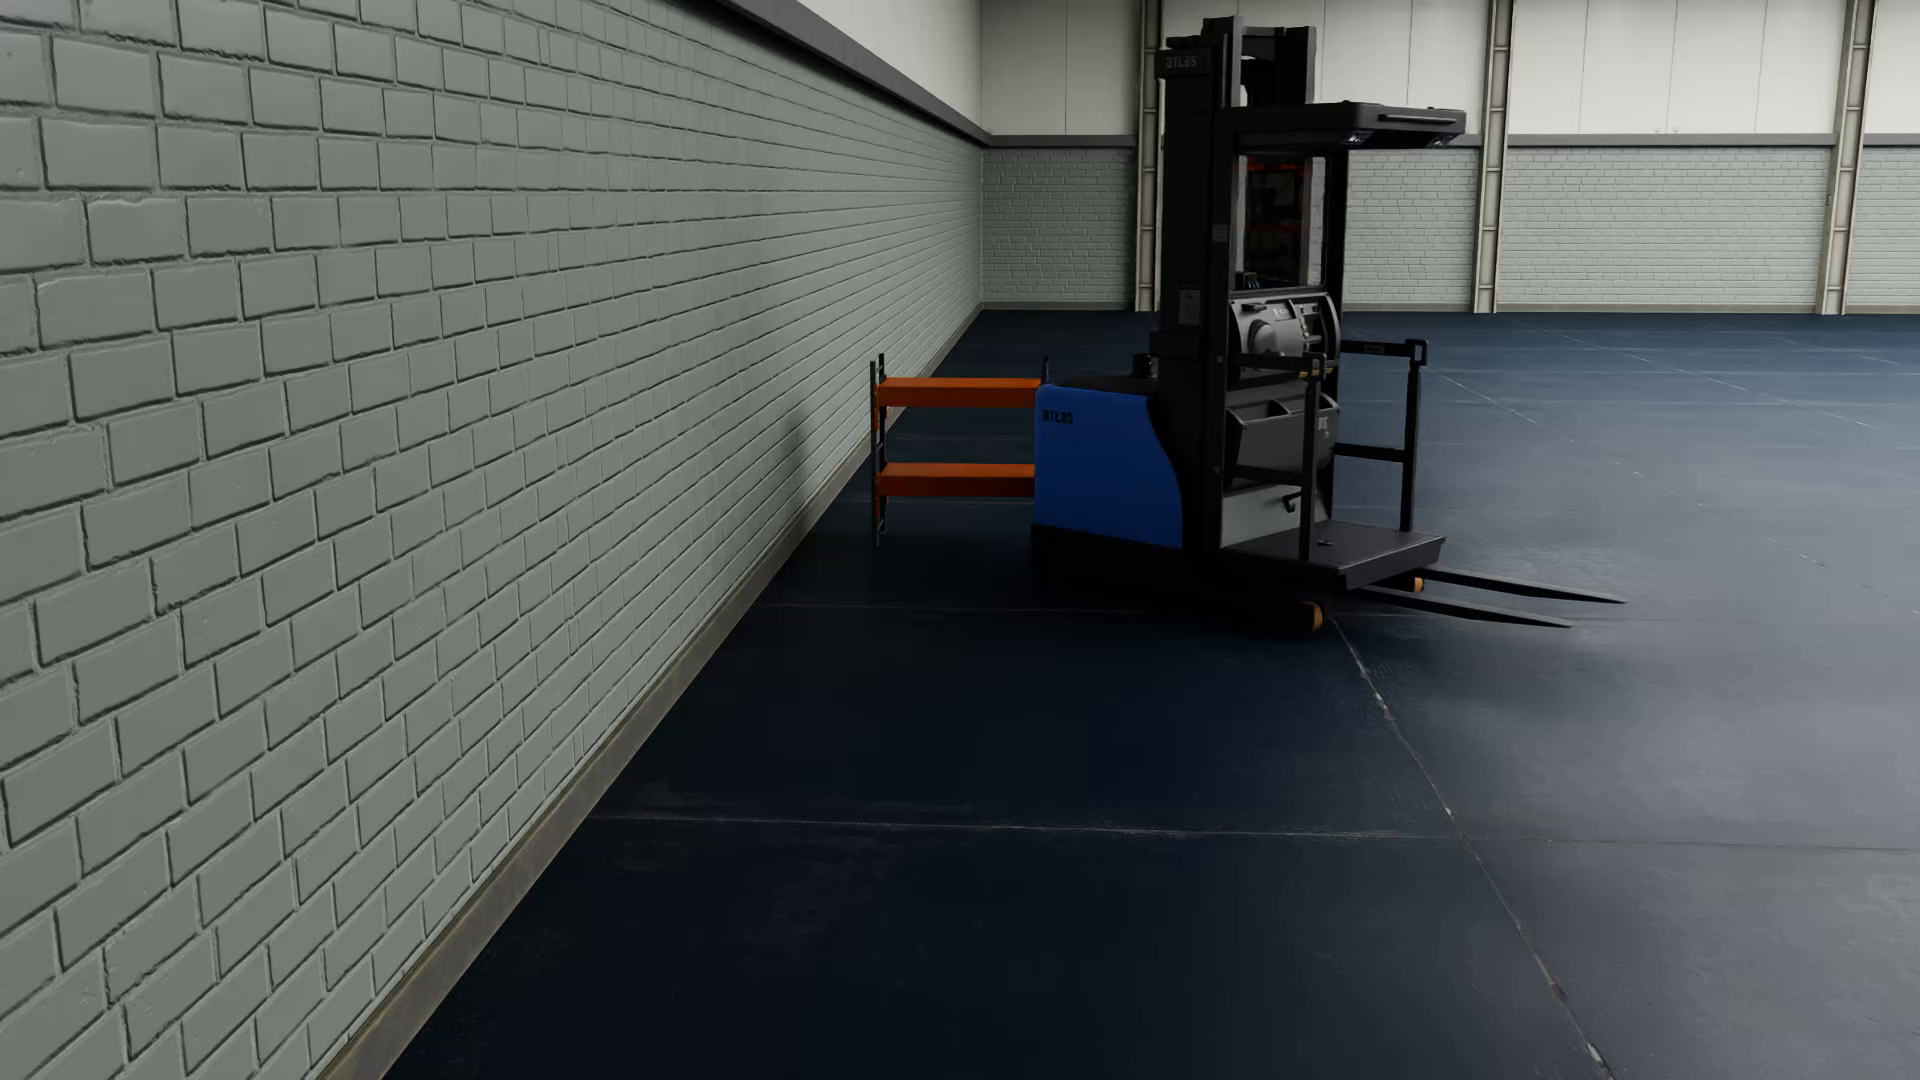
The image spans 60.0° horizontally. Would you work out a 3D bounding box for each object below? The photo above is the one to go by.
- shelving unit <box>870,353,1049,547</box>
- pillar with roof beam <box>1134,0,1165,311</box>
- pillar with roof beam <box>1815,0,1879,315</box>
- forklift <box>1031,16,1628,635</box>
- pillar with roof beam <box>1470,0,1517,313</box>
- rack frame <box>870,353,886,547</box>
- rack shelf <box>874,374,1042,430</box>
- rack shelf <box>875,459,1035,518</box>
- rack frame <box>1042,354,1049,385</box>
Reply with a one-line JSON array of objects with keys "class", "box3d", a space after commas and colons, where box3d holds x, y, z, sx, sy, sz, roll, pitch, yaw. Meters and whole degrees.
[{"class": "shelving unit", "box3d": [0.007, -0.550, 10.152, 1.048, 1.125, 0.538, 1, 12, 4]}, {"class": "pillar with roof beam", "box3d": [3.075, -7.678, 24.996, 0.400, 9.000, 9.100, 1, 12, 4]}, {"class": "pillar with roof beam", "box3d": [15.048, -7.514, 24.211, 0.400, 9.000, 9.100, 1, 12, 4]}, {"class": "forklift", "box3d": [1.814, -1.095, 8.344, 3.031, 2.935, 1.130, 11, 16, 42]}, {"class": "pillar with roof beam", "box3d": [9.062, -7.596, 24.604, 0.400, 9.000, 9.100, 1, 12, 4]}, {"class": "rack frame", "box3d": [-0.500, -0.557, 10.186, 0.032, 1.125, 0.500, 1, 12, 4]}, {"class": "rack shelf", "box3d": [0.007, -0.837, 10.093, 1.000, 0.278, 0.538, 1, 12, 4]}, {"class": "rack shelf", "box3d": [0.007, -0.311, 10.203, 1.000, 0.278, 0.538, 1, 12, 4]}, {"class": "rack frame", "box3d": [0.514, -0.544, 10.119, 0.032, 1.125, 0.500, 1, 12, 4]}]
